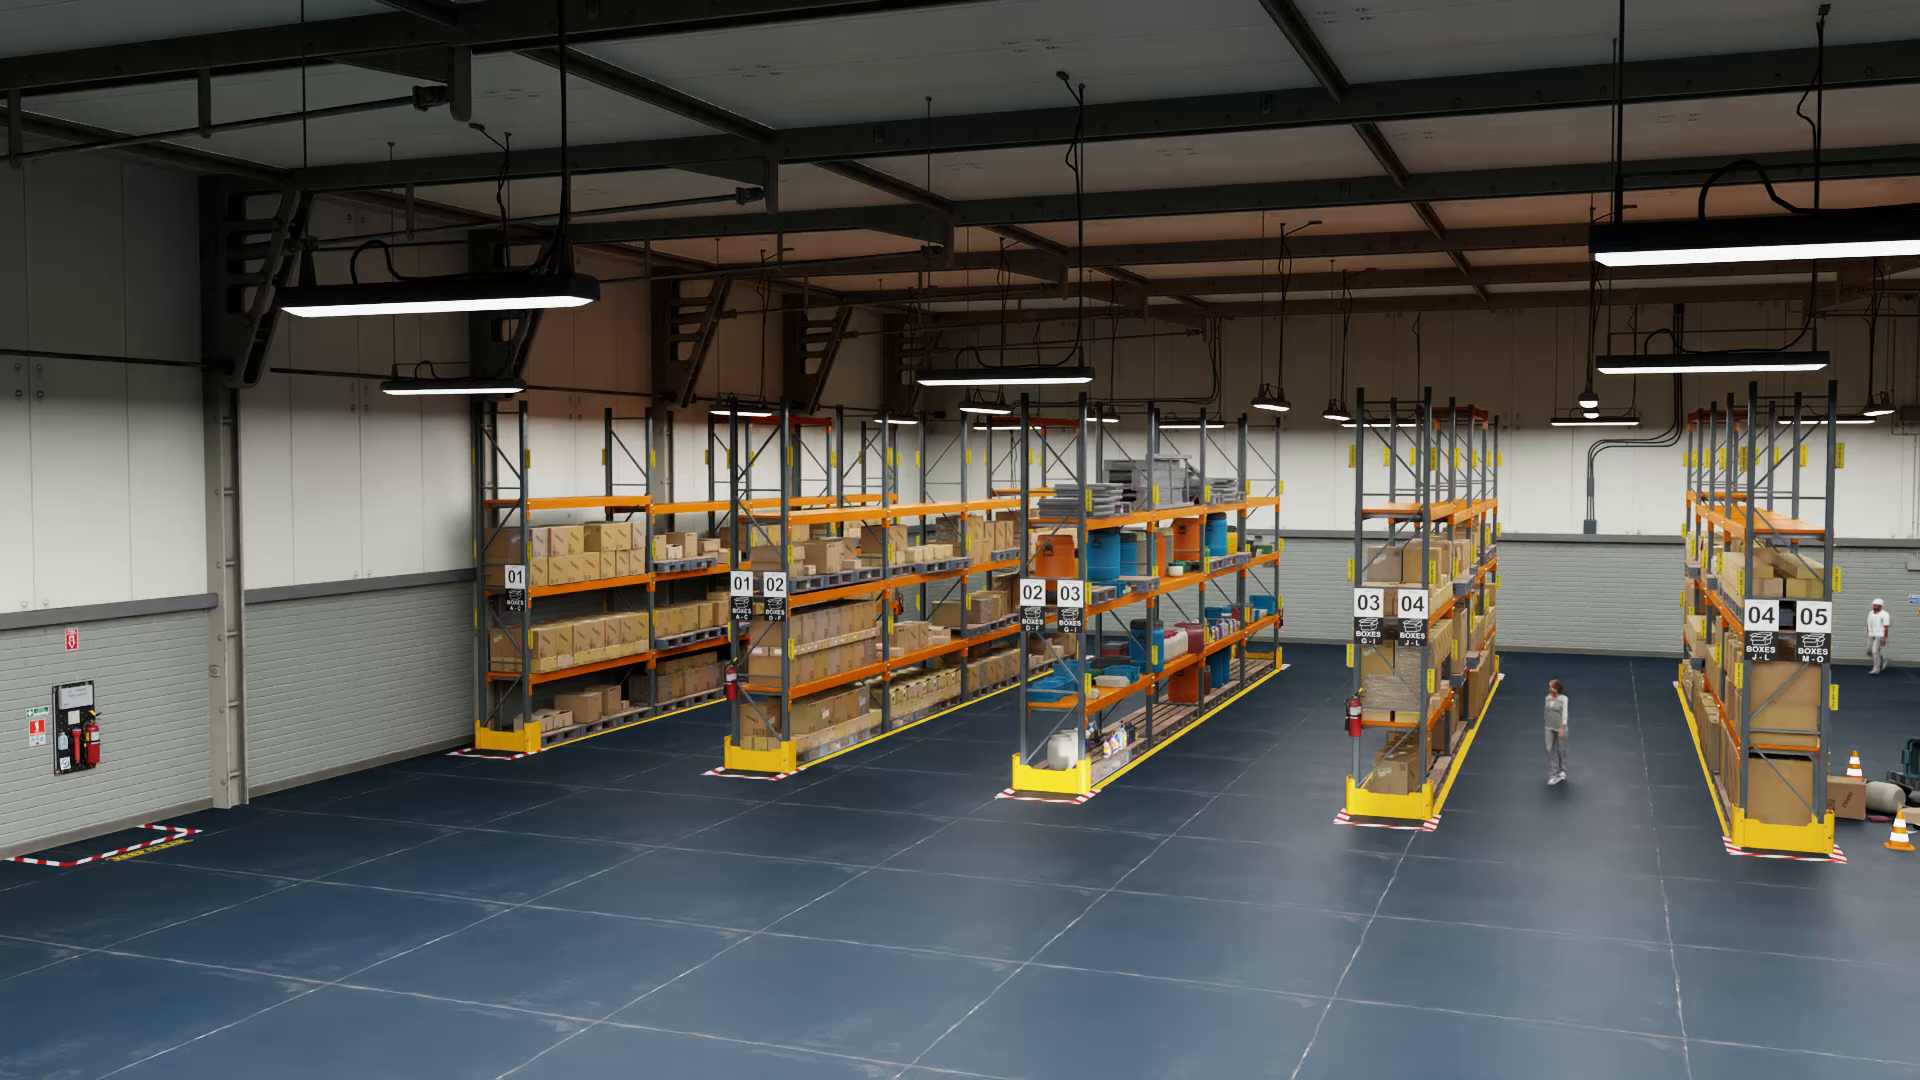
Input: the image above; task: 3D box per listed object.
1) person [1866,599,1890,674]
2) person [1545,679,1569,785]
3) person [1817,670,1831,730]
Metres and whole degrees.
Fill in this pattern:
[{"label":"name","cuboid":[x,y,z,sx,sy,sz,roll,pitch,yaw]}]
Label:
[{"label":"person","cuboid":[21.347,2.231,38.626,0.658,1.754,0.581,-1,3,-14]},{"label":"person","cuboid":[9.234,2.979,25.784,0.448,1.635,0.645,2,4,41]},{"label":"person","cuboid":[15.809,2.687,30.715,0.512,1.737,0.415,1,3,20]}]
